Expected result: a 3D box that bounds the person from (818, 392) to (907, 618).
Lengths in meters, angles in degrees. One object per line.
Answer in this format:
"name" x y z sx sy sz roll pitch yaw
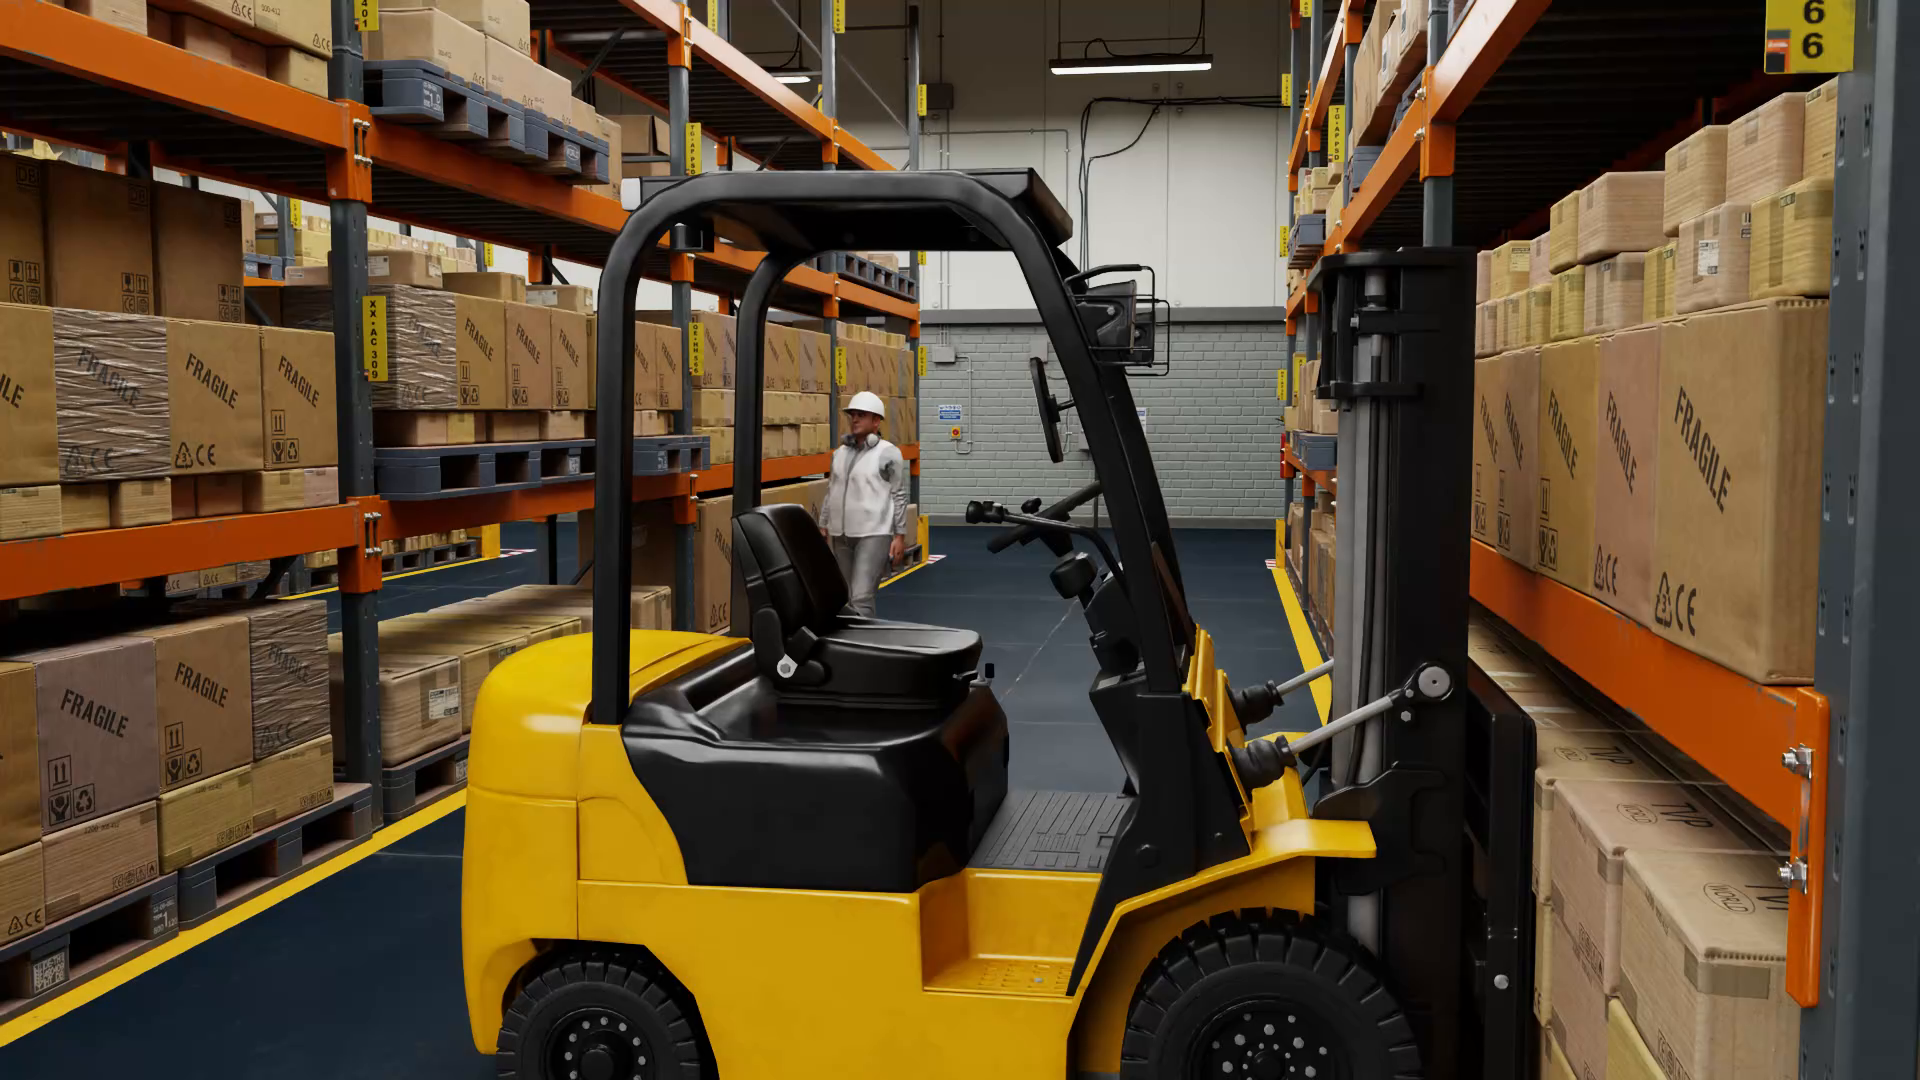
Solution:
"person" -0.685 -0.016 10.088 0.558 1.765 0.665 3 5 34
